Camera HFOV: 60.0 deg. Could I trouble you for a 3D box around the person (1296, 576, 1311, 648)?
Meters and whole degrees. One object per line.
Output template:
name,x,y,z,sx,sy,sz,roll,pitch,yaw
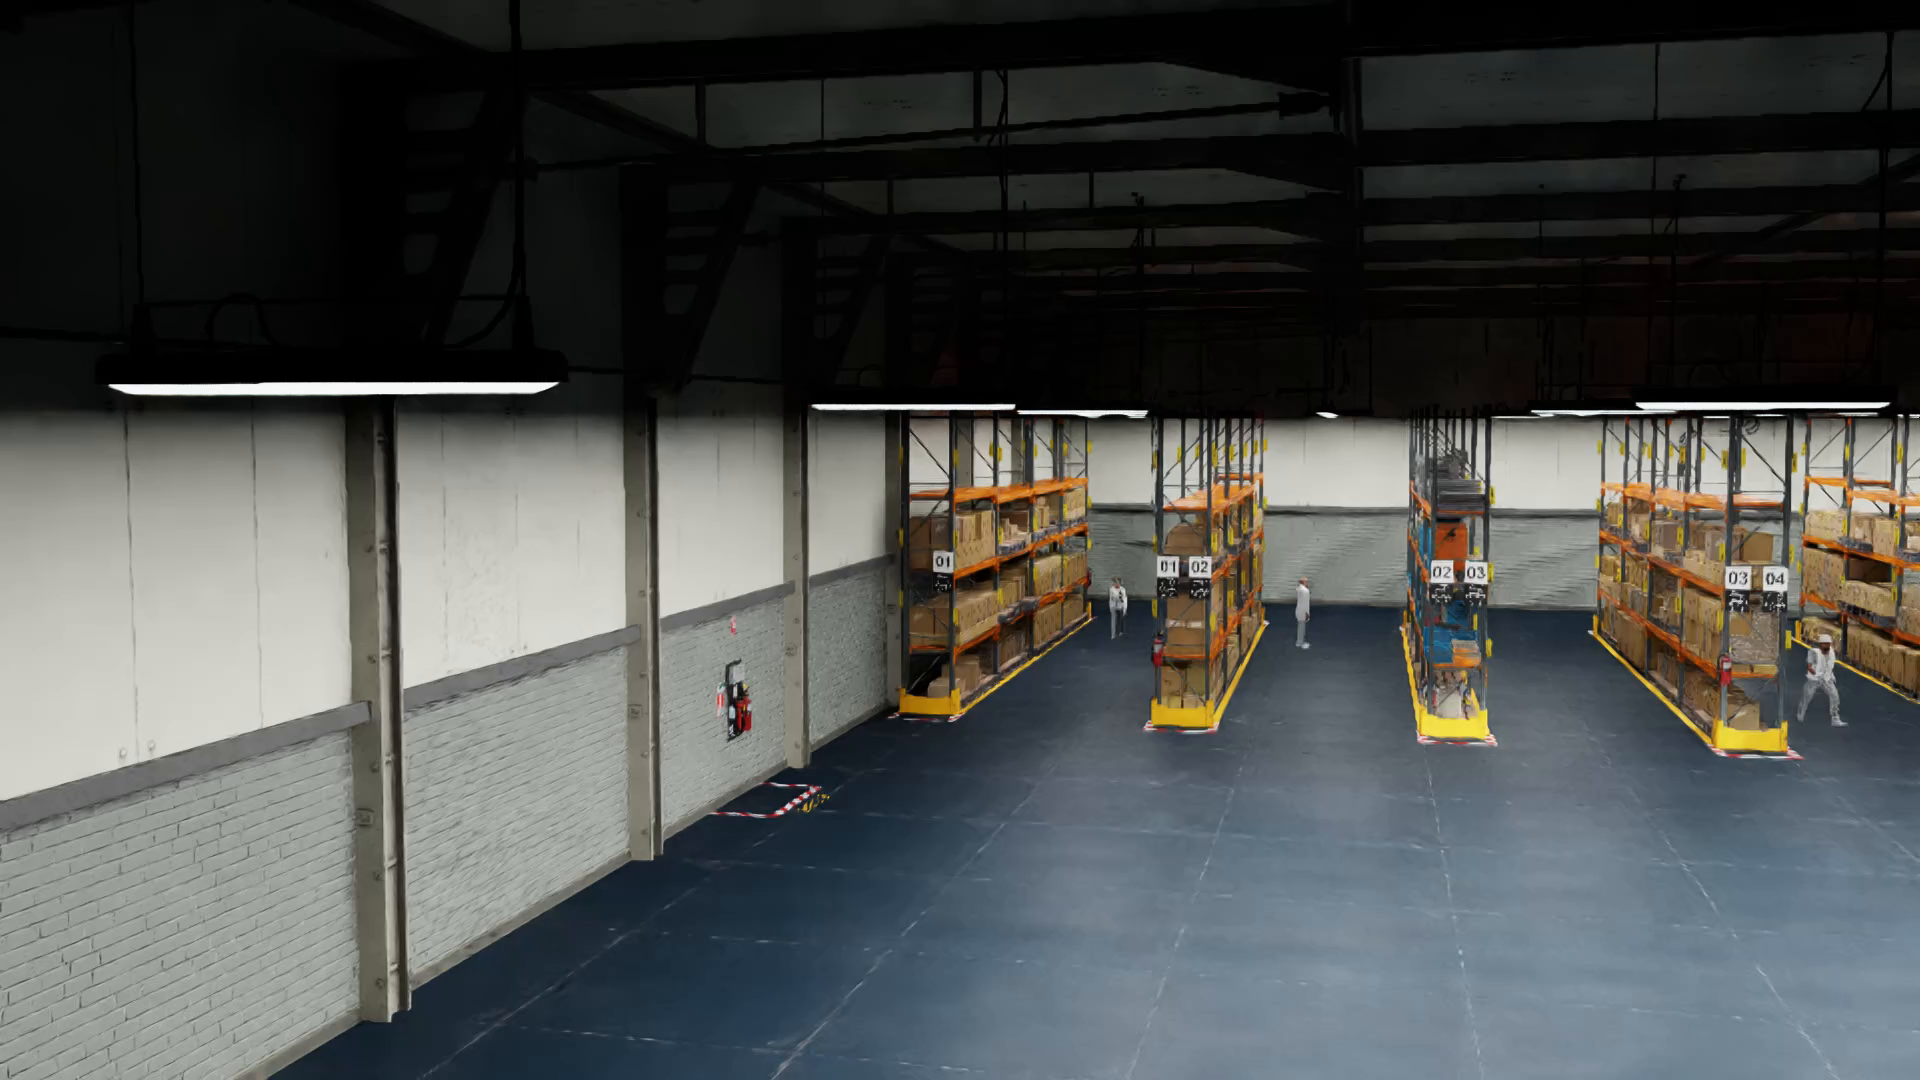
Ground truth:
person,8.685,1.802,41.961,0.447,1.784,0.678,0,4,-5

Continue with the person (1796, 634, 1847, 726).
person,16.182,2.614,31.291,0.692,1.723,0.846,0,4,-3

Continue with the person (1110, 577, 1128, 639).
person,4.158,1.769,43.700,0.502,1.624,0.980,1,4,13

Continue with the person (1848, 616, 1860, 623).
person,23.615,1.745,43.995,0.524,1.668,0.562,-1,4,-10
